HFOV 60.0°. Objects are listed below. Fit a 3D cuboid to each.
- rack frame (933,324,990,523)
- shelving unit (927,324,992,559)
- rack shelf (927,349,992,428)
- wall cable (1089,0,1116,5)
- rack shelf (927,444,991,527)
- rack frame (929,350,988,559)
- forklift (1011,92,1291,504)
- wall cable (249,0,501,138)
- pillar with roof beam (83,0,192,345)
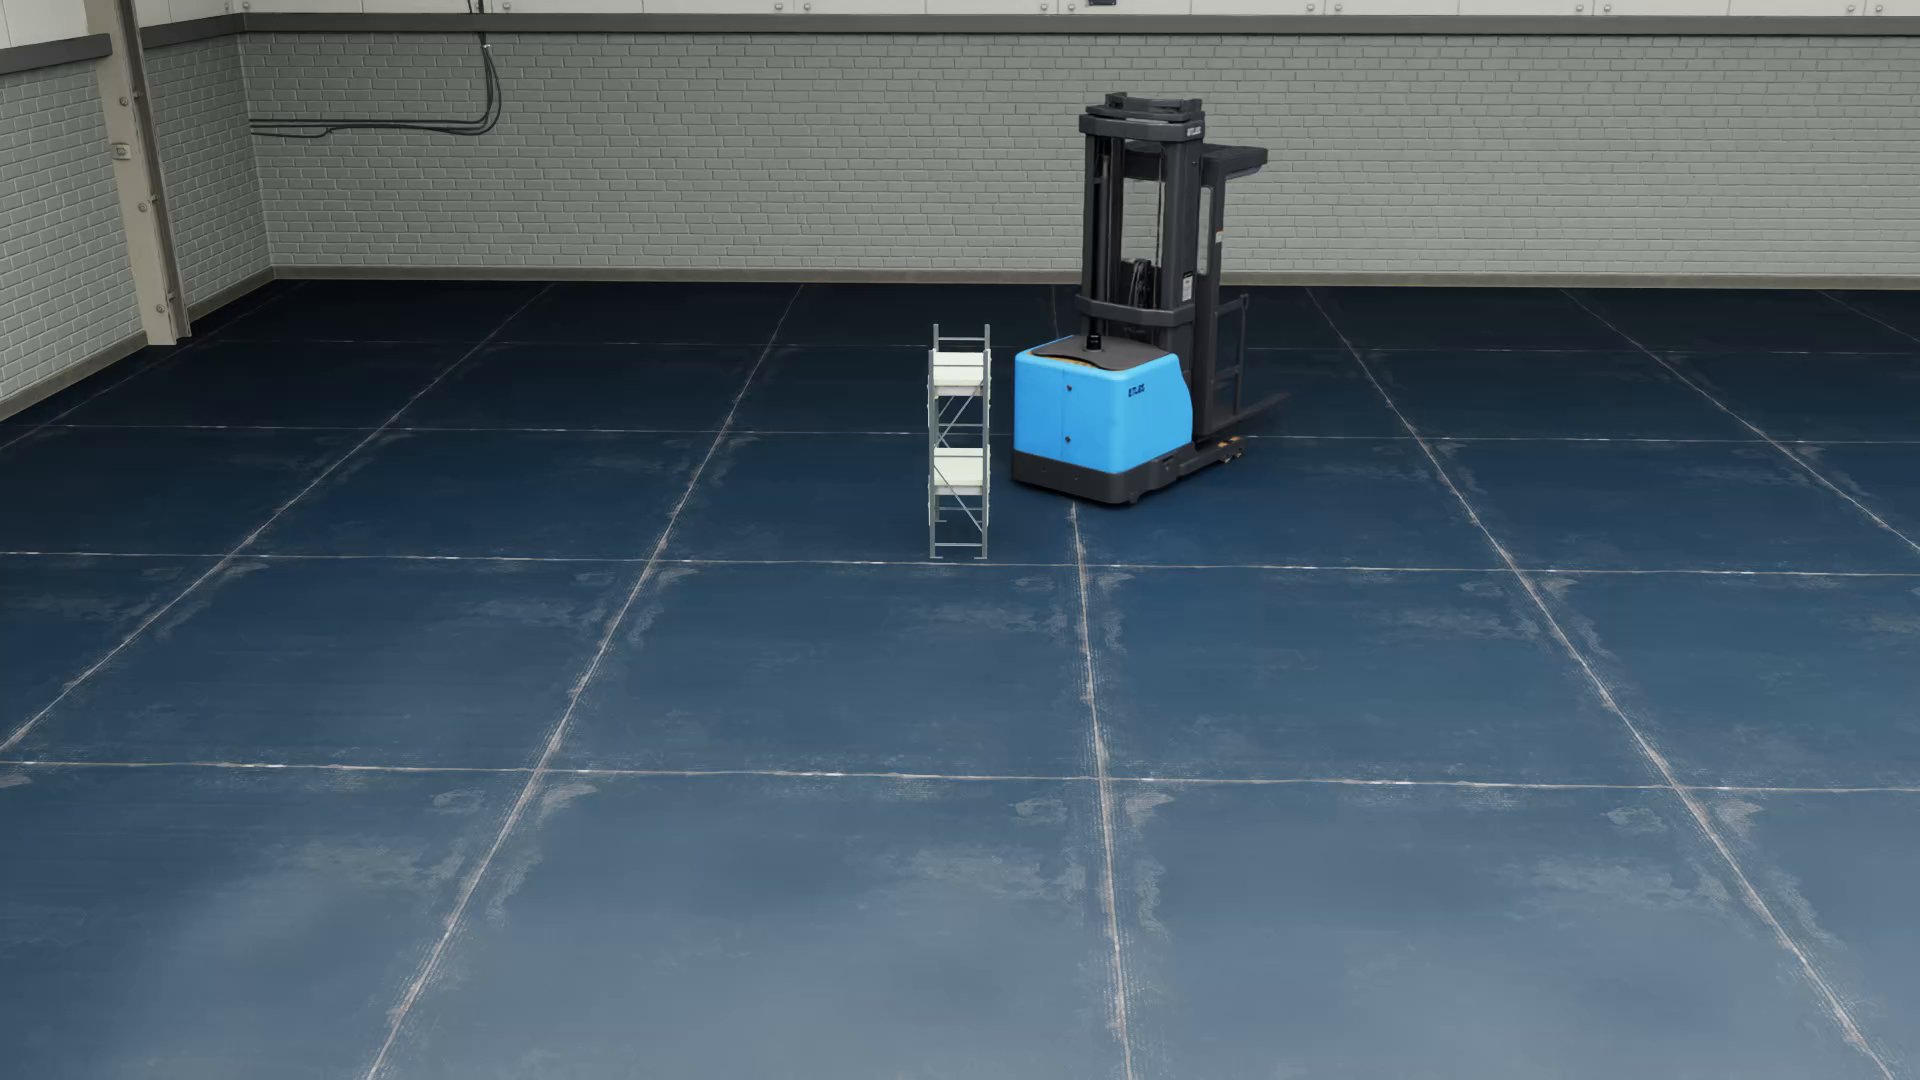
[{"bbox_3d":[0.011,-0.834,12.105,0.400,1.500,0.023,1,21,2],"label":"rack frame"},{"bbox_3d":[0.000,-0.702,11.764,0.431,1.500,0.755,1,21,2],"label":"shelving unit"},{"bbox_3d":[0.000,-1.065,11.623,0.431,0.370,0.720,1,21,2],"label":"rack shelf"},{"bbox_3d":[2.605,-8.817,17.612,2.305,6.003,0.169,1,21,2],"label":"wall cable"},{"bbox_3d":[0.000,-0.398,11.882,0.431,0.370,0.720,1,21,2],"label":"rack shelf"},{"bbox_3d":[-0.011,-0.569,11.423,0.400,1.500,0.023,1,21,2],"label":"rack frame"},{"bbox_3d":[1.723,-2.101,13.393,1.130,2.935,3.031,16,27,36],"label":"forklift"},{"bbox_3d":[-6.883,-5.894,19.073,3.097,2.526,0.112,1,21,2],"label":"wall cable"},{"bbox_3d":[-3.992,-6.244,15.681,9.100,9.000,0.400,1,21,2],"label":"pillar with roof beam"}]
